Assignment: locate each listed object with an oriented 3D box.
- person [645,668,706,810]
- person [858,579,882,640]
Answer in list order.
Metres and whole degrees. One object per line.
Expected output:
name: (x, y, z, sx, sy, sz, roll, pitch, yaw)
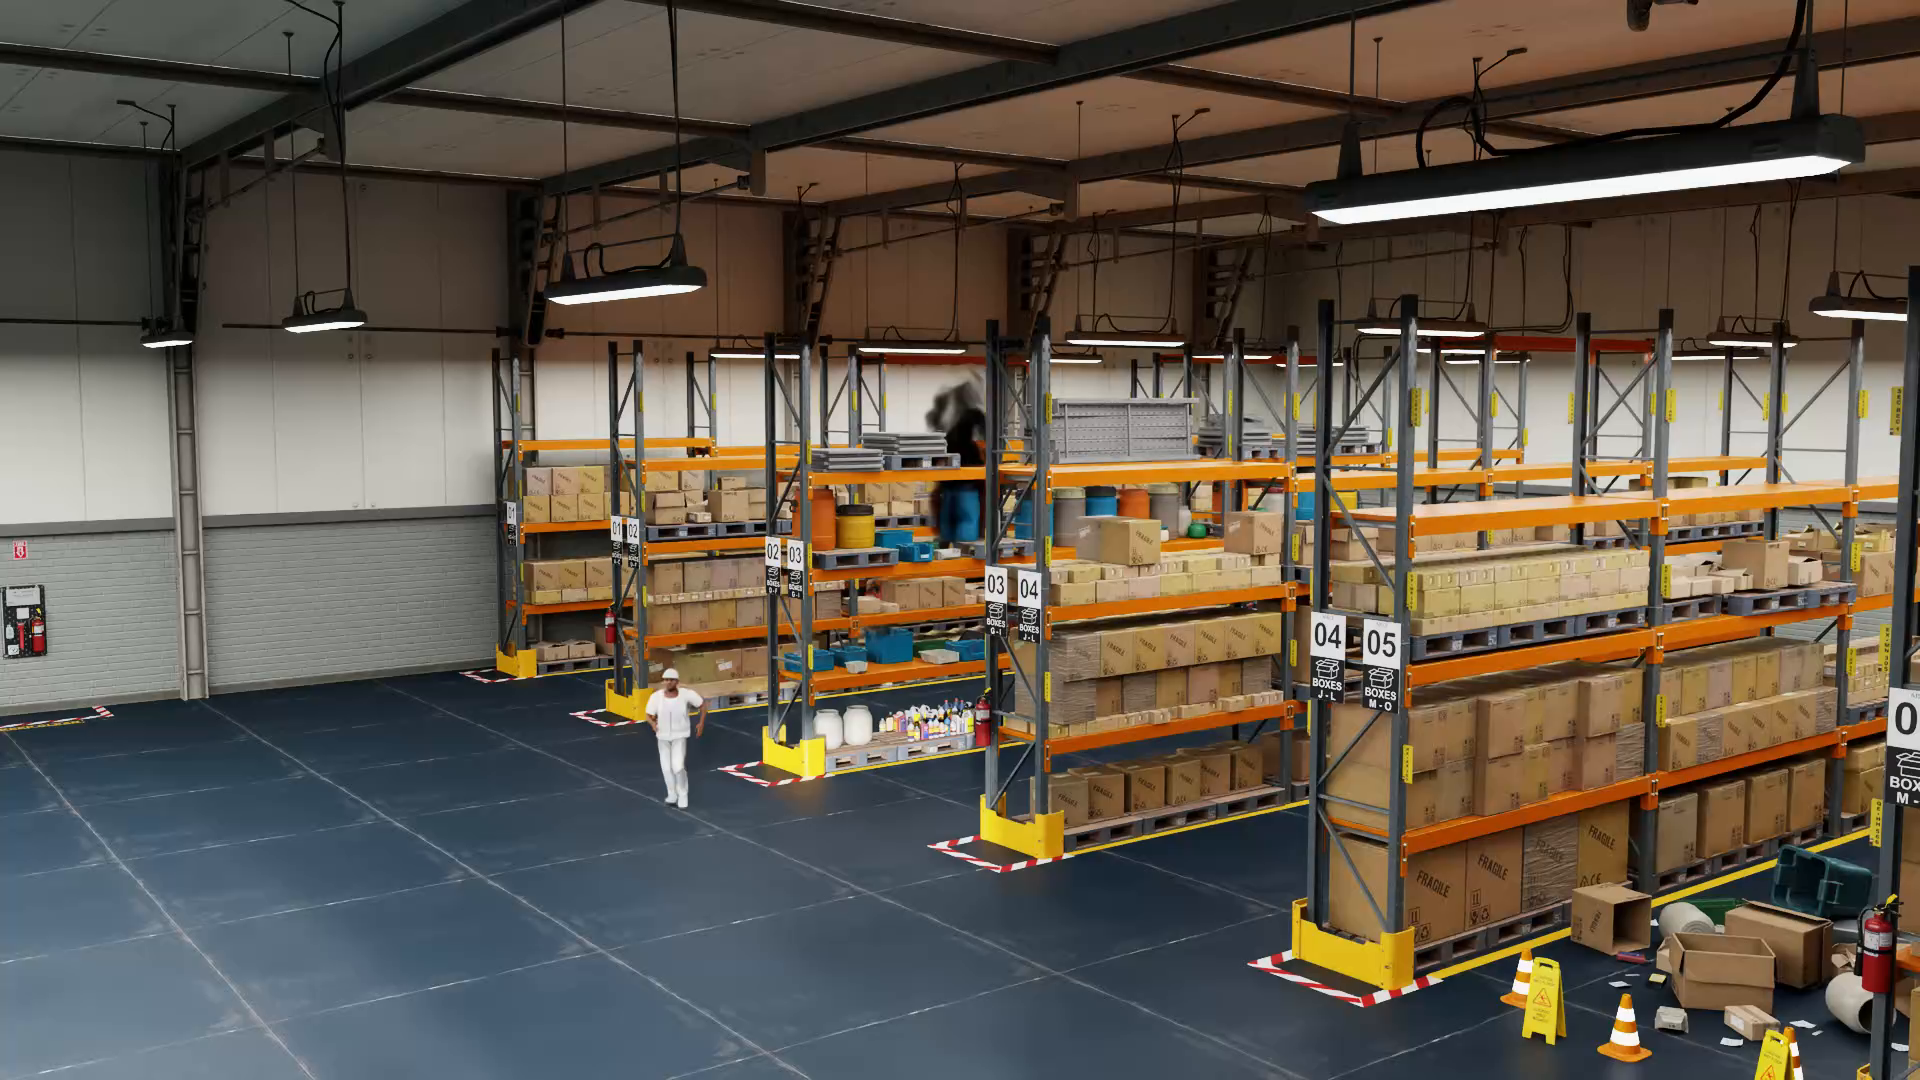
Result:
person: (-3.561, 2.486, 20.698, 0.729, 1.795, 0.702, 0, 5, 2)
person: (-1.737, 1.571, 31.263, 0.602, 1.683, 0.658, -5, 7, -44)
